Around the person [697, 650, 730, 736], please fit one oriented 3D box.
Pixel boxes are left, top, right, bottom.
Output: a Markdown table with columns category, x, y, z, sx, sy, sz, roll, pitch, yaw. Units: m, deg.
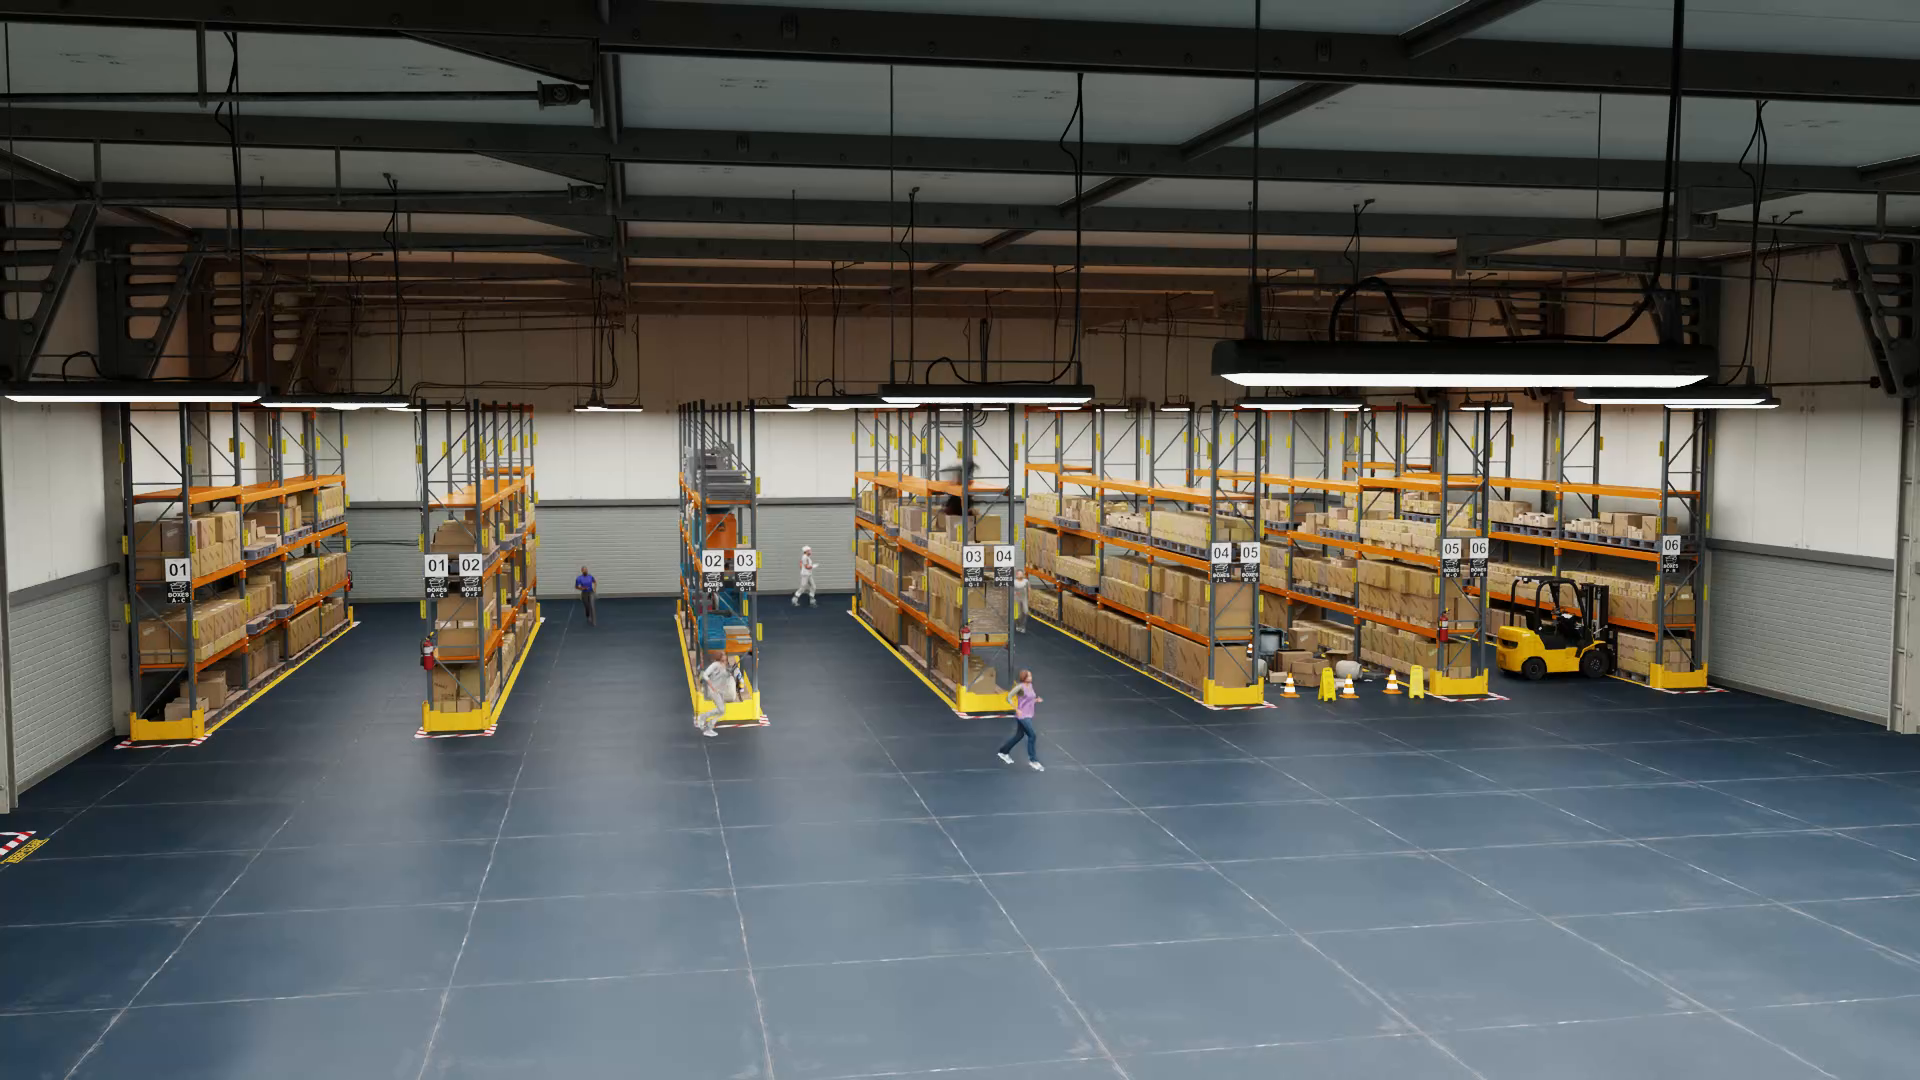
| category | x | y | z | sx | sy | sz | roll | pitch | yaw |
| --- | --- | --- | --- | --- | --- | --- | --- | --- | --- |
| person | -4.369 | 2.724 | 29.771 | 0.522 | 1.503 | 0.584 | 2 | 5 | 19 |

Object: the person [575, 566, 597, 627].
| category | x | y | z | sx | sy | sz | roll | pitch | yaw |
| --- | --- | --- | --- | --- | --- | --- | --- | --- | --- |
| person | -10.143 | 1.514 | 45.130 | 0.614 | 1.618 | 0.882 | -2 | 5 | -22 |

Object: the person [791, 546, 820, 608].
| category | x | y | z | sx | sy | sz | roll | pitch | yaw |
| --- | --- | --- | --- | --- | --- | --- | --- | --- | --- |
| person | -4.585 | 1.098 | 49.297 | 0.835 | 1.846 | 0.661 | 0 | 4 | 6 |

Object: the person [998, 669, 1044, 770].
| category | x | y | z | sx | sy | sz | roll | pitch | yaw |
| --- | --- | --- | --- | --- | --- | --- | --- | --- | --- |
| person | 1.006 | 2.893 | 26.932 | 0.792 | 1.626 | 0.519 | 1 | 5 | 19 |

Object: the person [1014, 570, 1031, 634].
| category | x | y | z | sx | sy | sz | roll | pitch | yaw |
| --- | --- | --- | --- | --- | --- | --- | --- | --- | --- |
| person | 1.598 | 1.613 | 43.632 | 0.569 | 1.684 | 0.692 | 0 | 4 | -6 |
